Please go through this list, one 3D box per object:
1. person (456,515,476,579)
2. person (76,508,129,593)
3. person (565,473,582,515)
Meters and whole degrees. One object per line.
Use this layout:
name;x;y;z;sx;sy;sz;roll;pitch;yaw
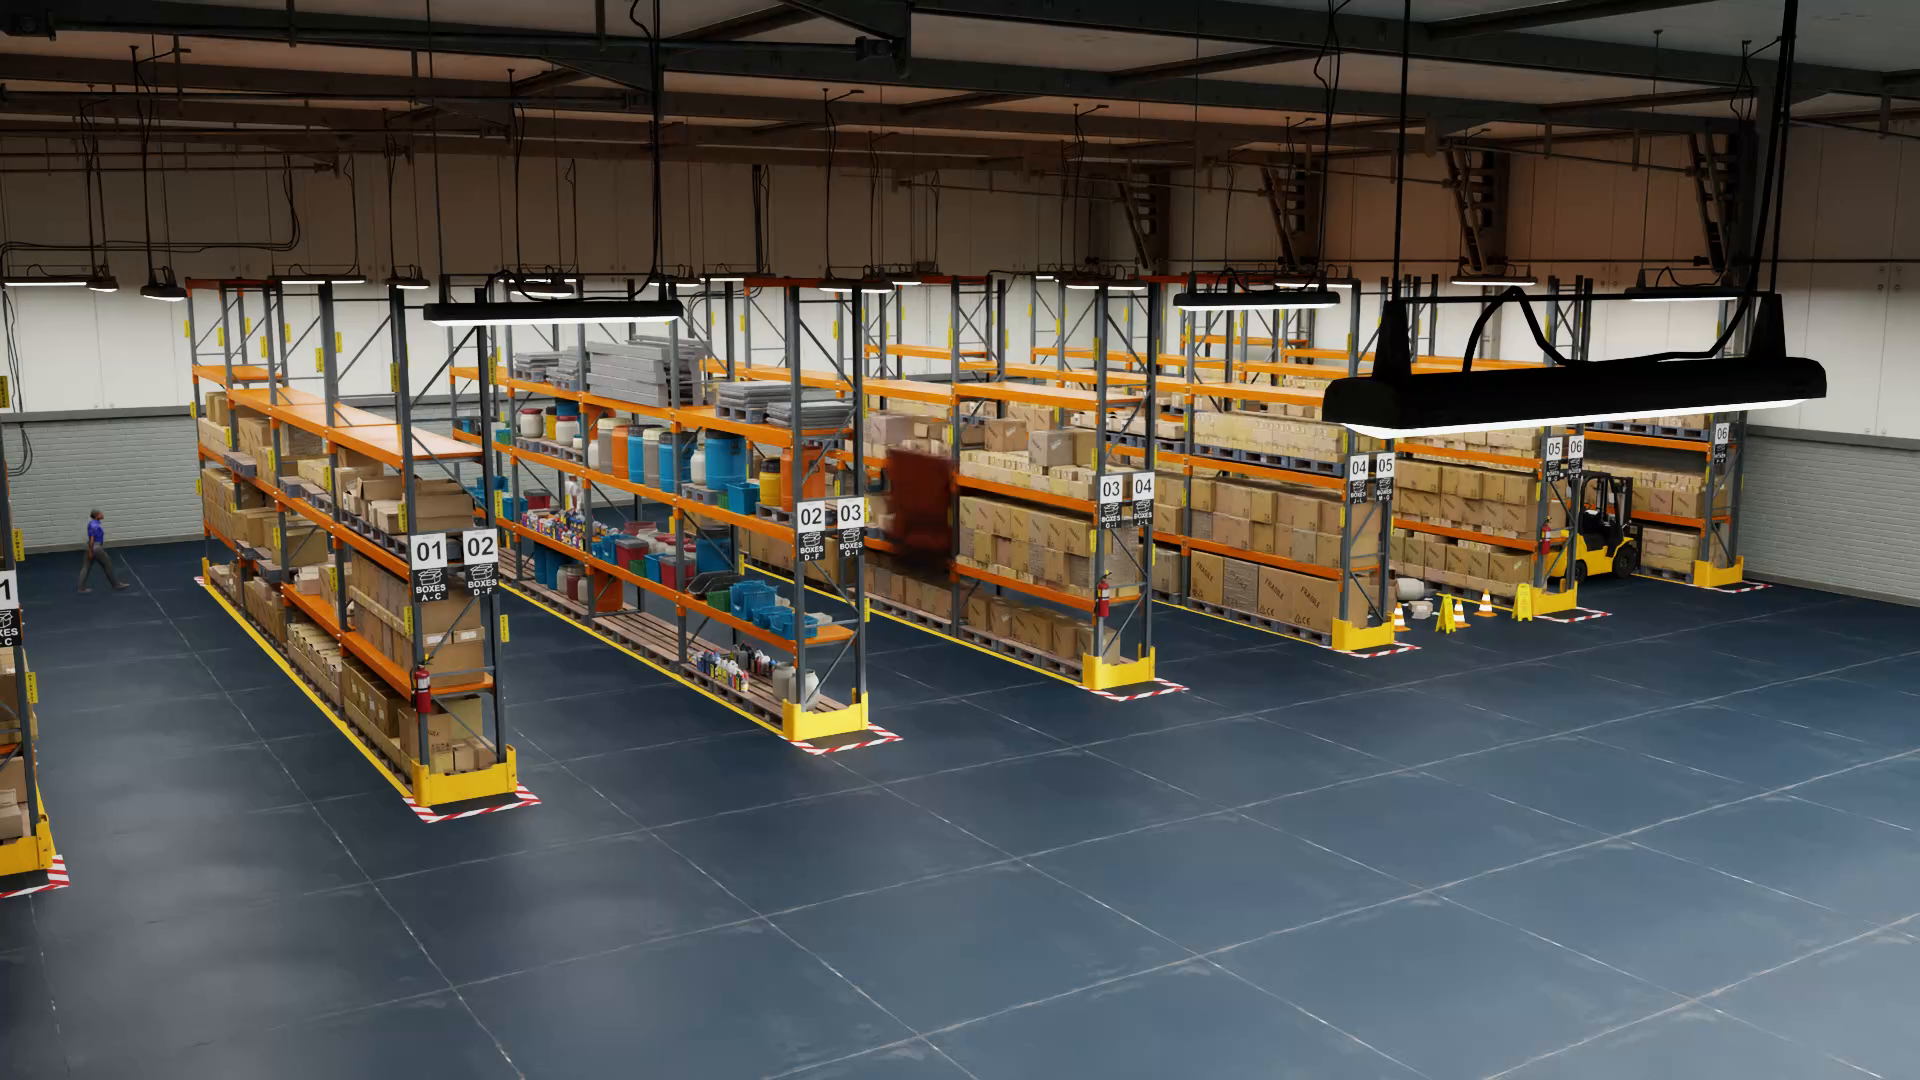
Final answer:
person;-9.245;0.318;31.110;0.642;1.675;0.732;-4;10;-23
person;-16.603;0.177;32.003;0.422;1.589;0.964;5;11;29
person;-8.502;-0.655;36.607;0.563;1.817;0.616;-9;13;-43
